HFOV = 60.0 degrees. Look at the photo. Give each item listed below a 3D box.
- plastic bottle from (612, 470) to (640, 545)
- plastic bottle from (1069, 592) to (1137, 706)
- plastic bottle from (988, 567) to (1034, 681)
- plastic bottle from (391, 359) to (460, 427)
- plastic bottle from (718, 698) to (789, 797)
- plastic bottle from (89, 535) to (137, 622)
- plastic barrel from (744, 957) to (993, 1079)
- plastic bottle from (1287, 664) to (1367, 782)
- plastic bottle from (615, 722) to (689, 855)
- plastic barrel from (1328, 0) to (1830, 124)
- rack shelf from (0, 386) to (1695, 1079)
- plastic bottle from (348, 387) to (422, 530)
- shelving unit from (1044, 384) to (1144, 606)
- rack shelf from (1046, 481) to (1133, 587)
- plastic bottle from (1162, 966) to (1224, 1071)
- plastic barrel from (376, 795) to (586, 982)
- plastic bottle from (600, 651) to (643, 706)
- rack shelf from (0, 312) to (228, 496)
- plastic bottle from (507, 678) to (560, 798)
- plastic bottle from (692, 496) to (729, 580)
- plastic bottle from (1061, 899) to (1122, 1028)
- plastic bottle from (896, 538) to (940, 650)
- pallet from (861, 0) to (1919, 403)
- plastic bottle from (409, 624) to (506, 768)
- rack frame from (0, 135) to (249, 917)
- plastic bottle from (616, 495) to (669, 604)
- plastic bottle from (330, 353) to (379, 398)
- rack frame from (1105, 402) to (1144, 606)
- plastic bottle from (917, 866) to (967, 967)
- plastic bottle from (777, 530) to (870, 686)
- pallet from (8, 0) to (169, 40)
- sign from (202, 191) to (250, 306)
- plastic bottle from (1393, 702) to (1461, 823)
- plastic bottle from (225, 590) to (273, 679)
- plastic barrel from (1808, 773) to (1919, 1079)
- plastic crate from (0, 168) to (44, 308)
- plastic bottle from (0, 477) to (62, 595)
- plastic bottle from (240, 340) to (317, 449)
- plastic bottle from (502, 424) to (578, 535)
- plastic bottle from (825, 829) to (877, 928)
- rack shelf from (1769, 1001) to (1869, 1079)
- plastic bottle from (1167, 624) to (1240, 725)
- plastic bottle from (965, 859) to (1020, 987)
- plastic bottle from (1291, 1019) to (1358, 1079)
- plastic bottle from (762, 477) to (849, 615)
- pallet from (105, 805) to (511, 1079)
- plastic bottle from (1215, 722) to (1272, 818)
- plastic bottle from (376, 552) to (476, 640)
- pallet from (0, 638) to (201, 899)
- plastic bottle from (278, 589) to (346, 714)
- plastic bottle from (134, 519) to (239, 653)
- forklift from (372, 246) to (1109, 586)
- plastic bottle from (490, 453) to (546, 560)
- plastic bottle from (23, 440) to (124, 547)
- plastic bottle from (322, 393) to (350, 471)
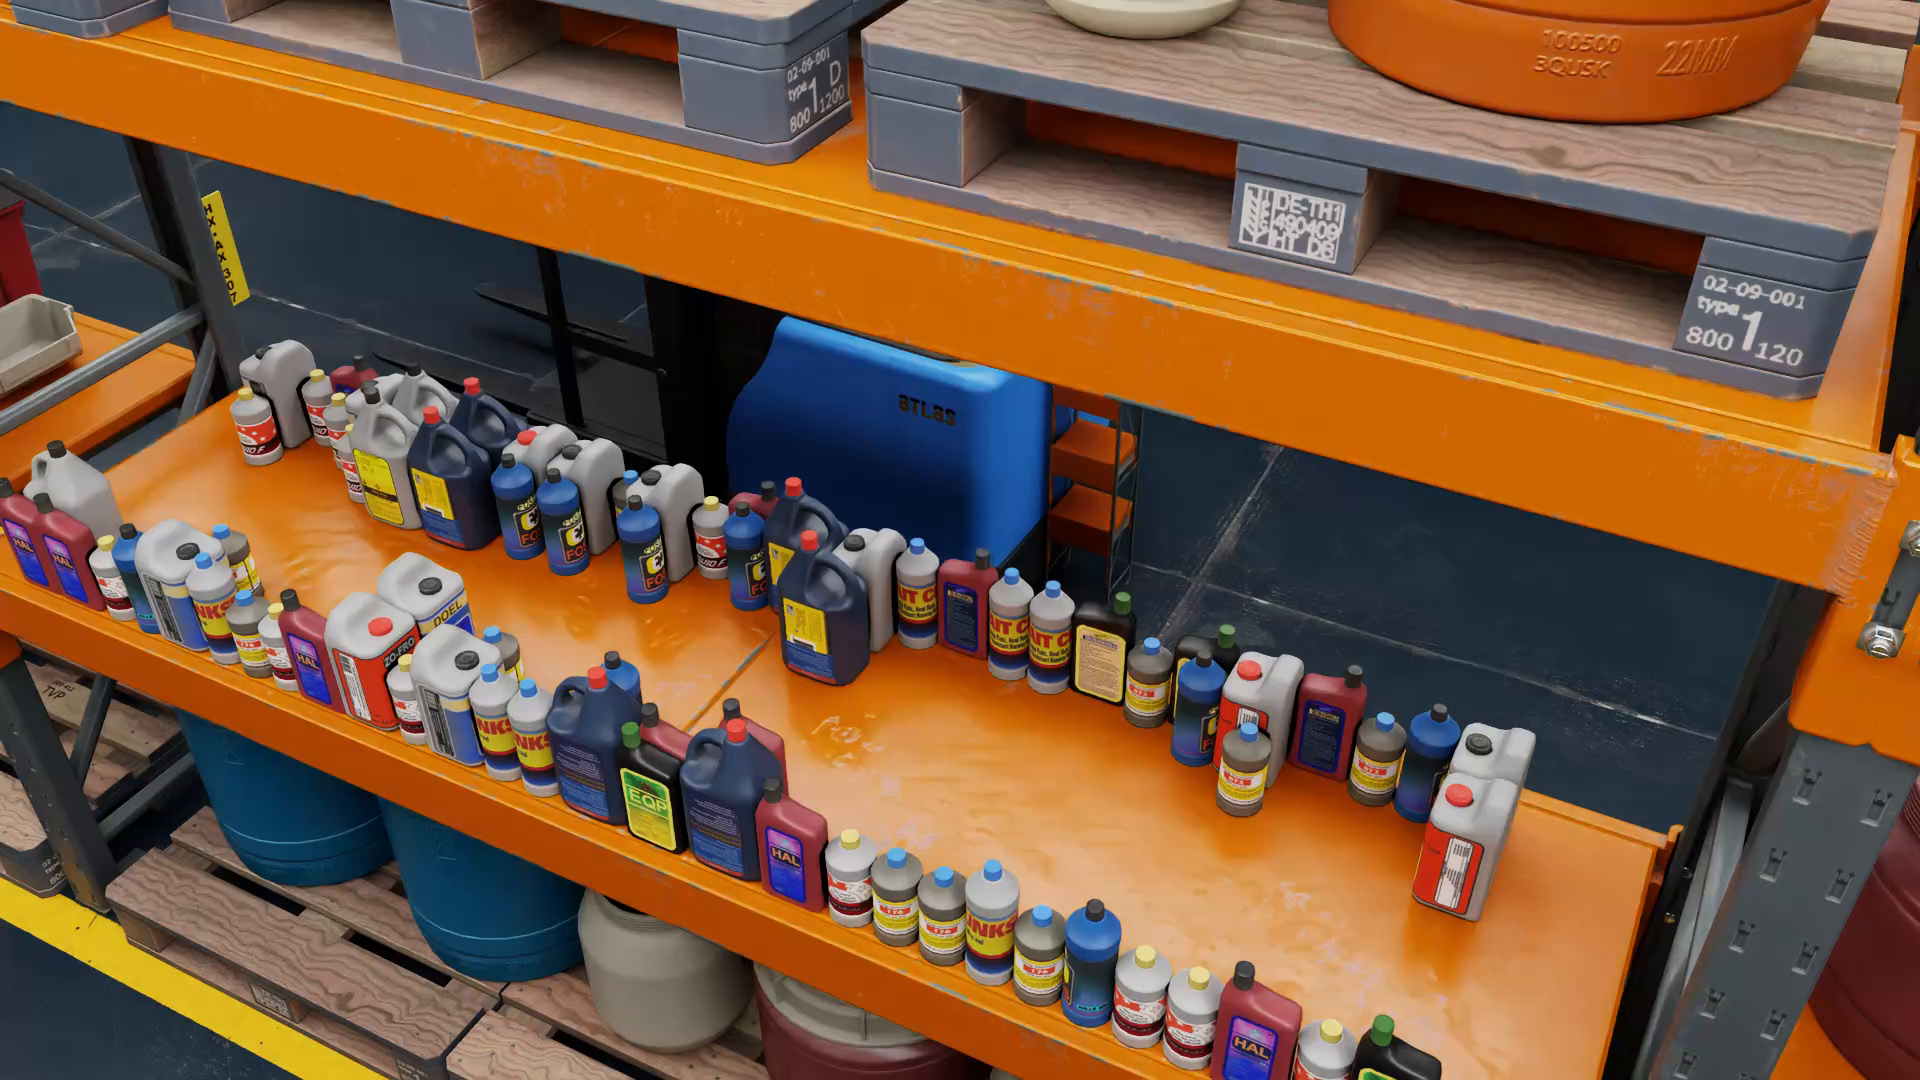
[{"bbox_3d":[-0.788,-0.077,4.035,0.097,0.201,0.097,0,37,0],"label":"plastic bottle"},{"bbox_3d":[0.308,0.221,3.575,0.133,0.283,0.061,17,41,21],"label":"plastic bottle"},{"bbox_3d":[0.111,0.176,3.643,0.097,0.271,0.097,0,37,0],"label":"plastic bottle"},{"bbox_3d":[-1.328,-0.290,4.192,0.185,0.351,0.144,17,41,21],"label":"plastic bottle"},{"bbox_3d":[-0.410,0.439,3.287,0.133,0.283,0.061,17,41,21],"label":"plastic bottle"},{"bbox_3d":[-1.936,0.080,3.828,0.097,0.201,0.097,0,37,0],"label":"plastic bottle"},{"bbox_3d":[-0.187,1.075,4.000,0.708,0.588,0.600,17,41,21],"label":"plastic barrel"},{"bbox_3d":[0.751,0.360,3.392,0.133,0.283,0.061,17,41,21],"label":"plastic bottle"},{"bbox_3d":[-0.595,0.480,3.234,0.133,0.283,0.061,17,41,21],"label":"plastic bottle"},{"bbox_3d":[0.755,-0.970,1.863,0.708,0.830,0.600,17,41,21],"label":"plastic barrel"},{"bbox_3d":[-0.518,0.453,3.767,4.000,0.370,1.077,17,41,21],"label":"rack shelf"},{"bbox_3d":[-1.394,-0.212,4.090,0.185,0.351,0.144,17,41,21],"label":"plastic bottle"},{"bbox_3d":[0.463,-0.255,5.718,0.252,1.050,0.215,19,41,23],"label":"shelving unit"},{"bbox_3d":[0.463,-0.026,5.893,0.240,0.259,0.215,19,41,23],"label":"rack shelf"},{"bbox_3d":[0.403,0.812,2.863,0.097,0.201,0.097,0,37,0],"label":"plastic bottle"},{"bbox_3d":[-1.190,0.636,4.319,0.708,0.901,0.600,17,41,21],"label":"plastic barrel"},{"bbox_3d":[-0.701,0.341,3.427,0.097,0.271,0.097,0,37,0],"label":"plastic bottle"},{"bbox_3d":[-4.070,-0.659,5.232,4.000,0.370,1.077,17,41,21],"label":"rack shelf"},{"bbox_3d":[-0.853,0.391,3.360,0.097,0.271,0.097,0,37,0],"label":"plastic bottle"},{"bbox_3d":[-0.582,-0.013,3.950,0.097,0.201,0.097,0,37,0],"label":"plastic bottle"},{"bbox_3d":[0.230,0.730,2.913,0.097,0.271,0.097,0,37,0],"label":"plastic bottle"},{"bbox_3d":[-0.094,0.112,3.728,0.097,0.271,0.097,0,37,0],"label":"plastic bottle"},{"bbox_3d":[0.623,-0.662,2.316,1.213,0.211,1.003,17,41,21],"label":"pallet"},{"bbox_3d":[-1.030,0.315,3.456,0.135,0.276,0.152,17,41,21],"label":"plastic bottle"},{"bbox_3d":[-2.294,-0.389,4.282,0.127,3.000,1.000,17,41,21],"label":"rack frame"},{"bbox_3d":[-0.739,0.014,3.857,0.097,0.271,0.097,0,37,0],"label":"plastic bottle"},{"bbox_3d":[-1.569,-0.367,4.349,0.133,0.283,0.061,17,41,21],"label":"plastic bottle"},{"bbox_3d":[0.569,-0.219,5.670,0.008,1.050,0.200,19,41,23],"label":"rack frame"},{"bbox_3d":[-0.029,0.677,3.041,0.097,0.201,0.097,0,37,0],"label":"plastic bottle"},{"bbox_3d":[-0.300,0.136,3.631,0.185,0.351,0.144,17,41,21],"label":"plastic bottle"},{"bbox_3d":[-1.553,-1.343,3.214,1.003,0.211,1.213,17,41,21],"label":"pallet"},{"bbox_3d":[-2.040,-0.794,4.587,0.005,0.325,0.100,17,41,21],"label":"sign"},{"bbox_3d":[0.932,0.433,3.305,0.097,0.271,0.097,0,37,0],"label":"plastic bottle"},{"bbox_3d":[-1.557,0.199,3.672,0.097,0.201,0.097,0,37,0],"label":"plastic bottle"},{"bbox_3d":[1.809,0.635,2.820,0.708,0.536,0.600,17,41,21],"label":"plastic barrel"},{"bbox_3d":[-2.972,-0.822,4.749,0.583,0.464,0.402,17,41,21],"label":"plastic crate"},{"bbox_3d":[-2.165,-0.012,3.881,0.133,0.283,0.061,17,41,21],"label":"plastic bottle"},{"bbox_3d":[-1.796,-0.404,4.404,0.135,0.276,0.152,17,41,21],"label":"plastic bottle"},{"bbox_3d":[-1.023,-0.162,4.085,0.135,0.276,0.152,17,41,21],"label":"plastic bottle"},{"bbox_3d":[-0.202,0.623,3.113,0.097,0.201,0.097,0,37,0],"label":"plastic bottle"},{"bbox_3d":[3.034,1.565,2.302,4.000,0.370,1.077,17,41,21],"label":"rack shelf"},{"bbox_3d":[0.513,0.285,3.490,0.133,0.283,0.061,17,41,21],"label":"plastic bottle"},{"bbox_3d":[0.058,0.676,2.985,0.097,0.271,0.097,0,37,0],"label":"plastic bottle"},{"bbox_3d":[0.608,0.877,2.779,0.097,0.201,0.097,0,37,0],"label":"plastic bottle"},{"bbox_3d":[-0.349,0.016,3.788,0.185,0.351,0.144,17,41,21],"label":"plastic bottle"},{"bbox_3d":[-1.628,0.958,4.813,1.213,0.211,1.003,17,41,21],"label":"pallet"},{"bbox_3d":[0.570,0.452,3.338,0.097,0.201,0.097,0,37,0],"label":"plastic bottle"},{"bbox_3d":[-1.166,0.169,3.649,0.135,0.276,0.152,17,41,21],"label":"plastic bottle"},{"bbox_3d":[-2.965,0.538,5.367,1.213,0.211,1.003,17,41,21],"label":"pallet"},{"bbox_3d":[-1.376,0.235,3.556,0.133,0.283,0.061,17,41,21],"label":"plastic bottle"},{"bbox_3d":[-1.733,0.095,3.747,0.135,0.276,0.152,17,41,21],"label":"plastic bottle"},{"bbox_3d":[-0.968,-1.499,5.801,3.031,2.935,1.130,19,41,23],"label":"forklift"},{"bbox_3d":[-1.064,-0.088,3.992,0.097,0.271,0.097,0,37,0],"label":"plastic bottle"},{"bbox_3d":[-2.095,-0.087,3.924,0.185,0.351,0.144,17,41,21],"label":"plastic bottle"},{"bbox_3d":[-1.590,-0.287,4.311,0.097,0.201,0.097,0,37,0],"label":"plastic bottle"}]
